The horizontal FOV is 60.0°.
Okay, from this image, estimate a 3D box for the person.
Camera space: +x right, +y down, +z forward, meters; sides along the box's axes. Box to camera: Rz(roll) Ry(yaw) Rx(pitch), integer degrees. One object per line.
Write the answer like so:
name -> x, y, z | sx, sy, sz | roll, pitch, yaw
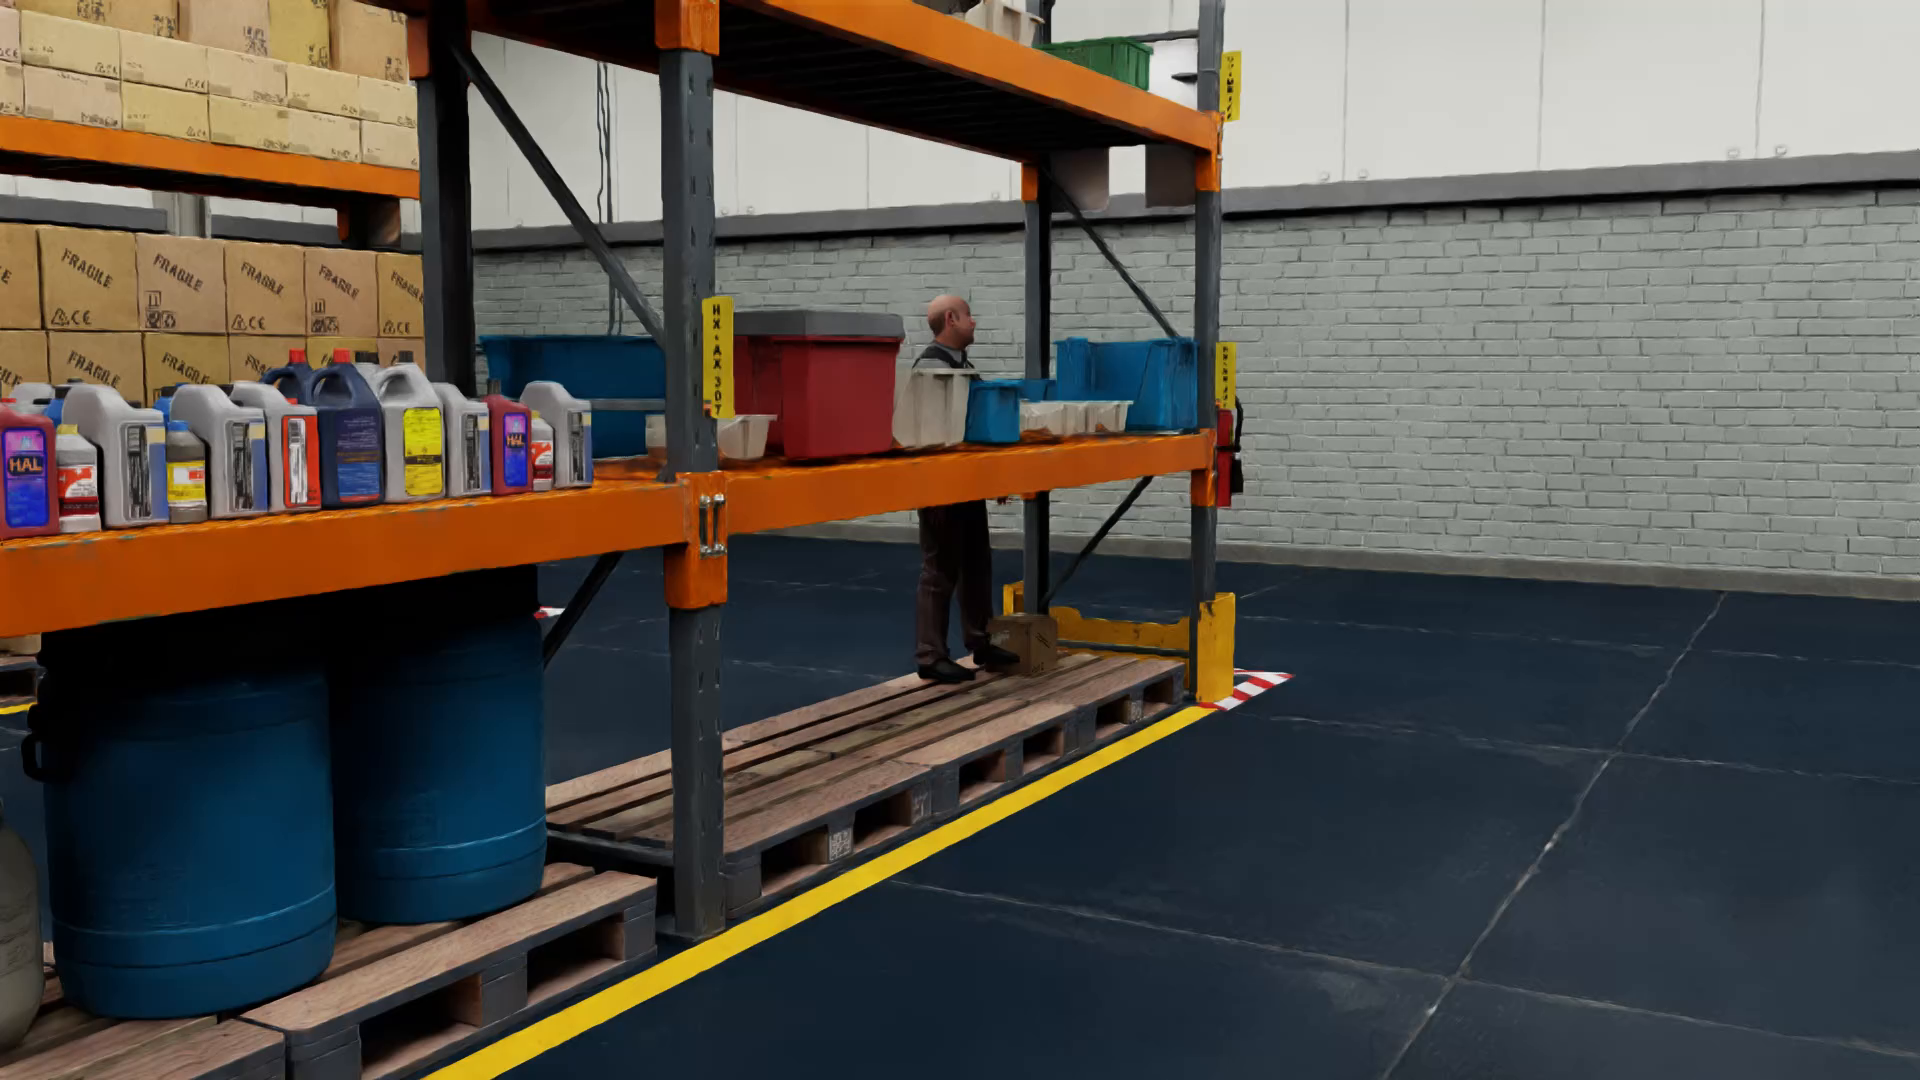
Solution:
person -> 0.014, -0.243, 7.526 | 0.490, 1.726, 0.612 | 2, 6, 16
